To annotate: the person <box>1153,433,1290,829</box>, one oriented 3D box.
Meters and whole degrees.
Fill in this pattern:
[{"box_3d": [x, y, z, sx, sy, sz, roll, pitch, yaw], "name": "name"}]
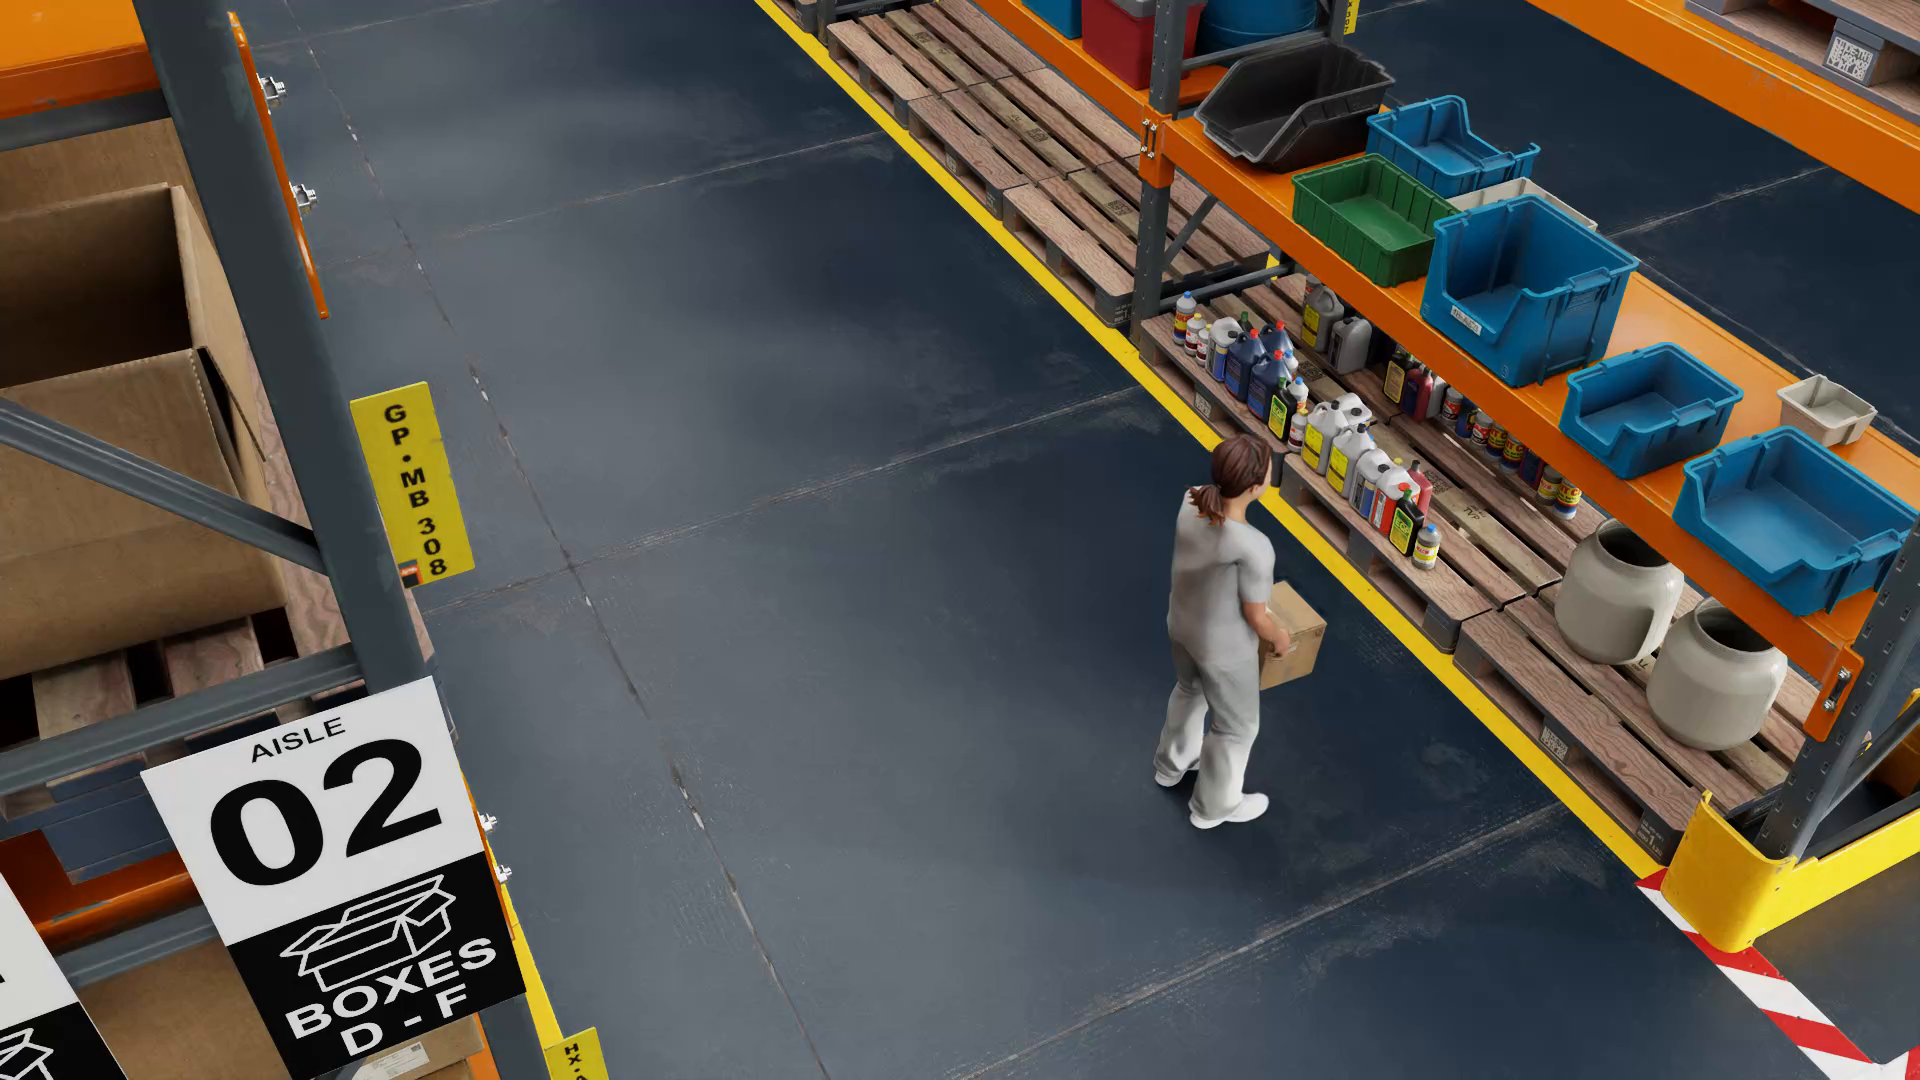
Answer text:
[{"box_3d": [0.911, 0.316, 5.799, 0.378, 1.676, 0.467, -20, 45, -21], "name": "person"}]
